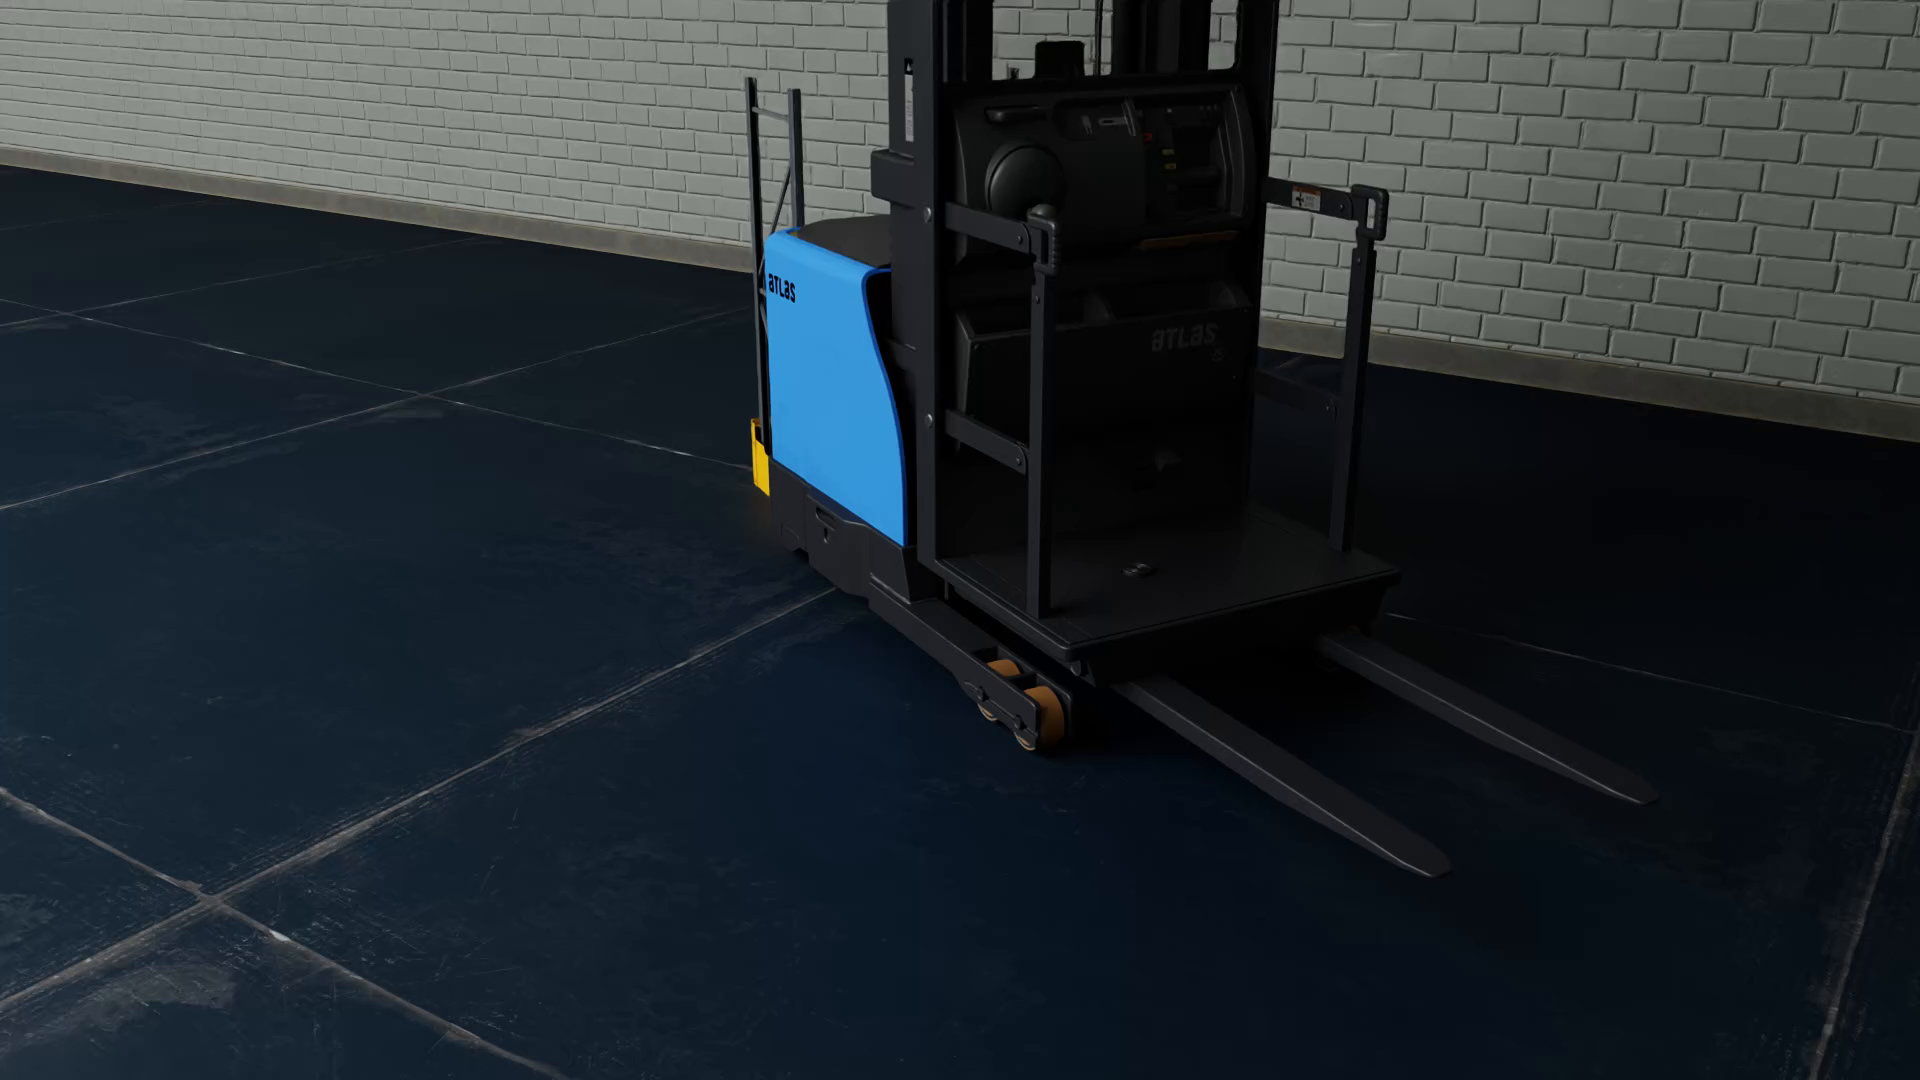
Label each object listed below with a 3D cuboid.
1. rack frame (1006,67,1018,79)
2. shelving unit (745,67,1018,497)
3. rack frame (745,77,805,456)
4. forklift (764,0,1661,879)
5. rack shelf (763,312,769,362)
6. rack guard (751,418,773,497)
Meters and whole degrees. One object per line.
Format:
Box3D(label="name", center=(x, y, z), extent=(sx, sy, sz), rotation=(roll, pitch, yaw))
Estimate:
Box3D(label="rack frame", center=(0.288, -0.986, 6.269), extent=(0.032, 1.500, 0.500), rotation=(-9, 22, -23))
Box3D(label="shelving unit", center=(-0.182, -0.911, 6.066), extent=(1.083, 1.500, 0.587), rotation=(-9, 22, -23))
Box3D(label="rack frame", center=(-0.636, -0.839, 5.870), extent=(0.032, 1.500, 0.500), rotation=(-9, 22, -23))
Box3D(label="forklift", center=(0.502, -1.010, 4.270), extent=(1.130, 2.935, 3.031), rotation=(-11, 23, -27))
Box3D(label="rack shelf", center=(-0.174, -0.744, 6.132), extent=(1.000, 0.185, 0.538), rotation=(-9, 22, -23))
Box3D(label="rack guard", center=(-0.634, -0.253, 6.088), extent=(0.087, 0.250, 0.587), rotation=(-9, 22, -23))
